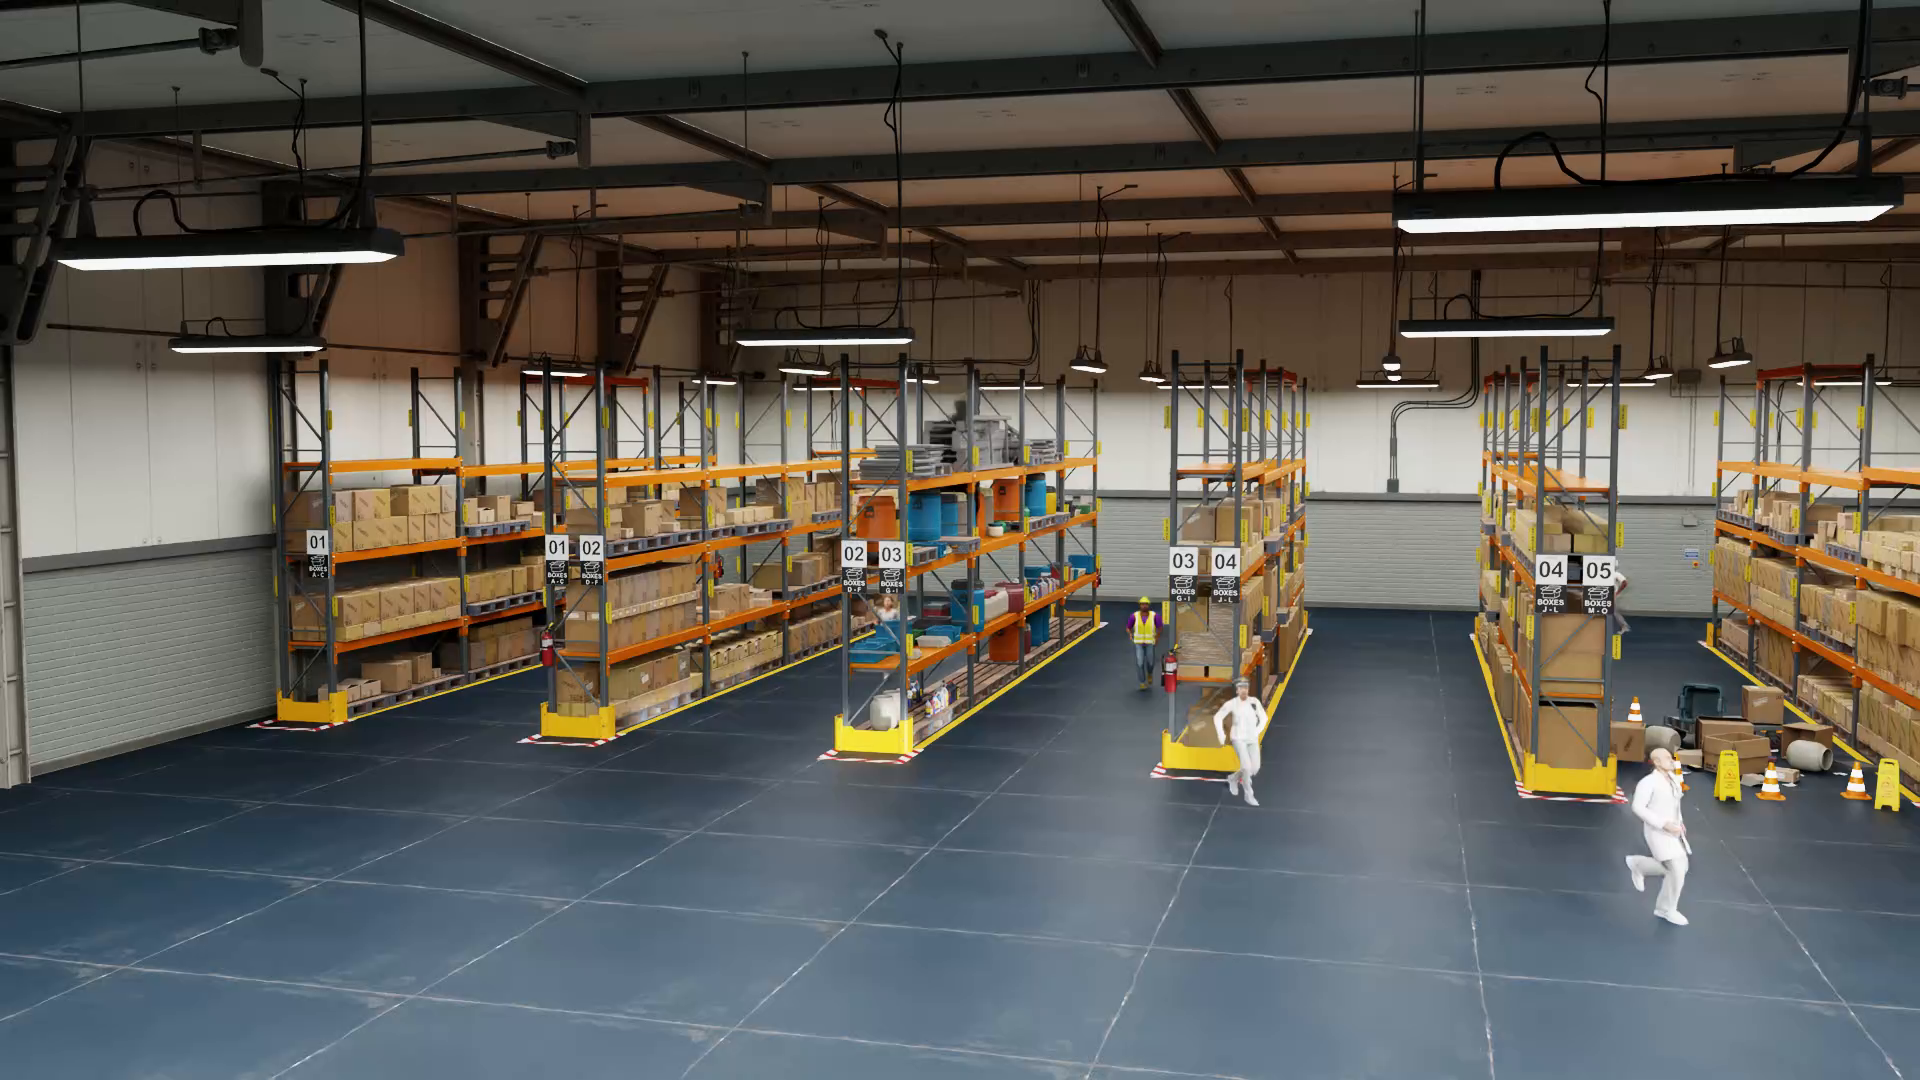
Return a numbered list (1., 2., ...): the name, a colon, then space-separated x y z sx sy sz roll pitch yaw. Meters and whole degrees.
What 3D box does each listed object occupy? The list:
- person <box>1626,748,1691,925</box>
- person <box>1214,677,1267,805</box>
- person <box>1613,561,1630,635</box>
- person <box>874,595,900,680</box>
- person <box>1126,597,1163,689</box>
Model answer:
1. person: 7.031 2.949 16.767 0.730 1.724 0.716 -4 6 -42
2. person: 3.703 2.624 21.823 0.701 1.678 0.511 -1 4 -18
3. person: 15.021 1.364 38.313 0.830 1.824 0.681 1 4 13
4. person: -1.403 1.879 32.157 0.576 1.624 0.573 0 4 6
5. person: 3.429 1.918 30.941 0.696 1.718 0.605 1 4 8
